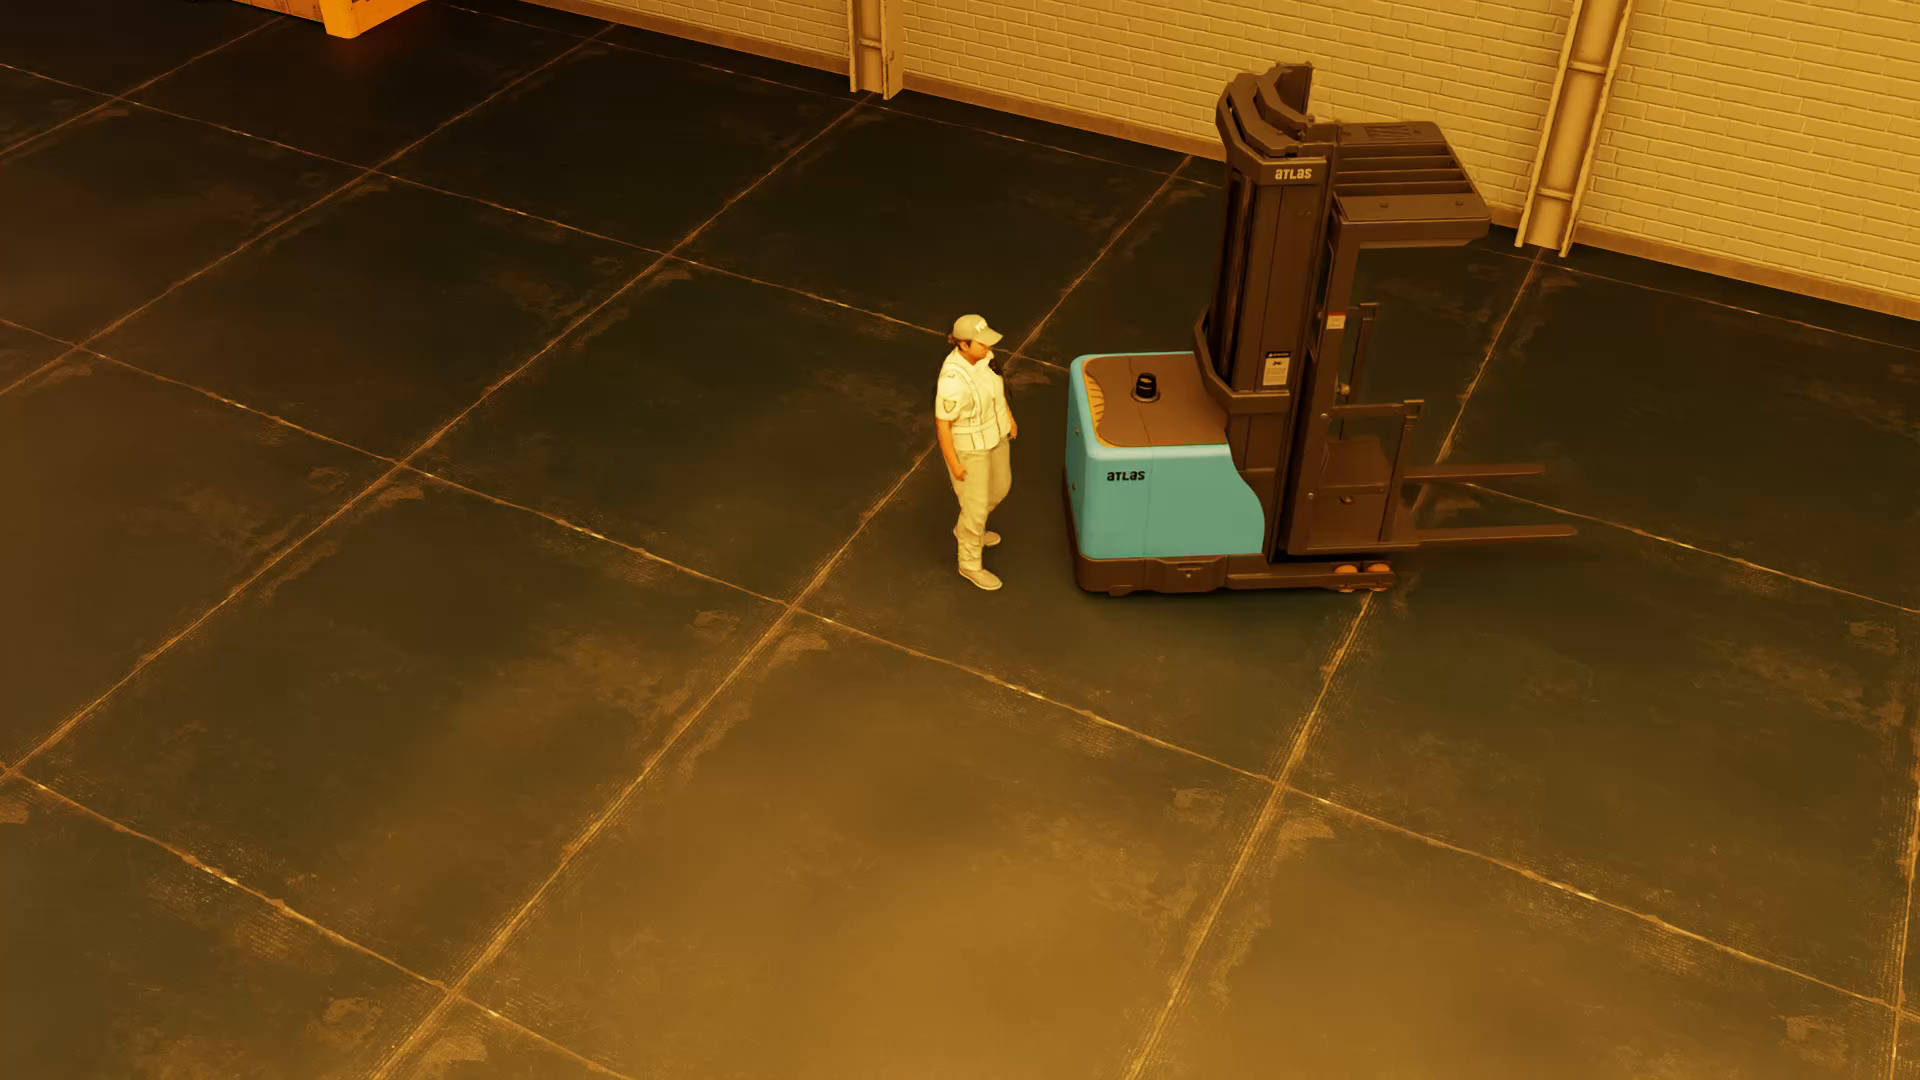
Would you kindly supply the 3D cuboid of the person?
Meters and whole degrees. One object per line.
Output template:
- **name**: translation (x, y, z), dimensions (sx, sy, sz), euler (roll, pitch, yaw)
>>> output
- **person**: translation (0.152, -0.551, 9.662), dimensions (0.540, 1.654, 0.614), euler (23, 45, 25)

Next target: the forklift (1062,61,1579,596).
- **forklift**: translation (2.178, -1.150, 9.351), dimensions (3.031, 2.935, 1.130), euler (-2, 40, -2)
